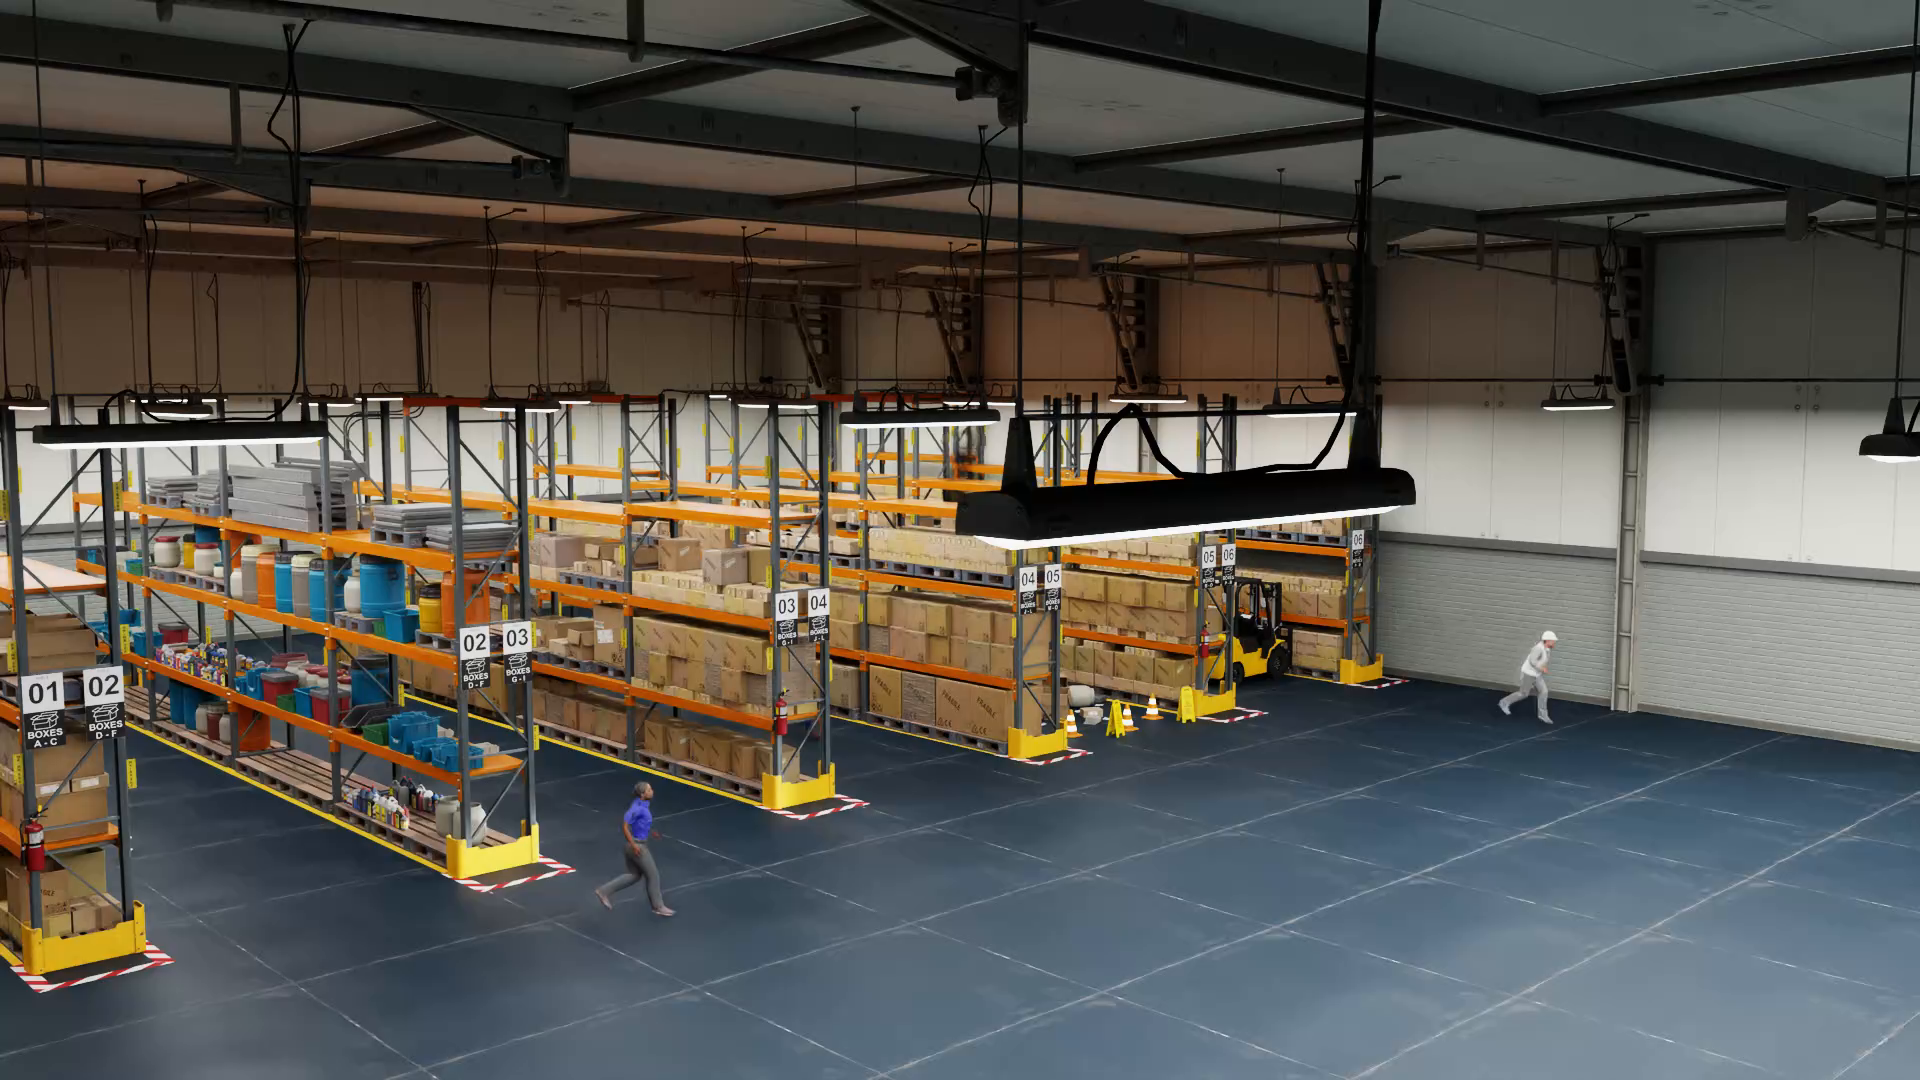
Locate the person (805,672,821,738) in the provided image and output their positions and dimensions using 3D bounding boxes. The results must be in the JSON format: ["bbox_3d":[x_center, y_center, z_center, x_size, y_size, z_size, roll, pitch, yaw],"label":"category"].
[{"bbox_3d":[-2.884,2.648,29.403,0.933,1.652,0.598,3,6,28],"label":"person"}]

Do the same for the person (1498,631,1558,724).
[{"bbox_3d":[10.554,2.523,30.885,1.045,1.731,0.696,3,6,30],"label":"person"}]

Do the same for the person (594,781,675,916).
[{"bbox_3d":[-3.822,3.639,19.503,0.937,1.651,0.600,-1,6,-12],"label":"person"}]
